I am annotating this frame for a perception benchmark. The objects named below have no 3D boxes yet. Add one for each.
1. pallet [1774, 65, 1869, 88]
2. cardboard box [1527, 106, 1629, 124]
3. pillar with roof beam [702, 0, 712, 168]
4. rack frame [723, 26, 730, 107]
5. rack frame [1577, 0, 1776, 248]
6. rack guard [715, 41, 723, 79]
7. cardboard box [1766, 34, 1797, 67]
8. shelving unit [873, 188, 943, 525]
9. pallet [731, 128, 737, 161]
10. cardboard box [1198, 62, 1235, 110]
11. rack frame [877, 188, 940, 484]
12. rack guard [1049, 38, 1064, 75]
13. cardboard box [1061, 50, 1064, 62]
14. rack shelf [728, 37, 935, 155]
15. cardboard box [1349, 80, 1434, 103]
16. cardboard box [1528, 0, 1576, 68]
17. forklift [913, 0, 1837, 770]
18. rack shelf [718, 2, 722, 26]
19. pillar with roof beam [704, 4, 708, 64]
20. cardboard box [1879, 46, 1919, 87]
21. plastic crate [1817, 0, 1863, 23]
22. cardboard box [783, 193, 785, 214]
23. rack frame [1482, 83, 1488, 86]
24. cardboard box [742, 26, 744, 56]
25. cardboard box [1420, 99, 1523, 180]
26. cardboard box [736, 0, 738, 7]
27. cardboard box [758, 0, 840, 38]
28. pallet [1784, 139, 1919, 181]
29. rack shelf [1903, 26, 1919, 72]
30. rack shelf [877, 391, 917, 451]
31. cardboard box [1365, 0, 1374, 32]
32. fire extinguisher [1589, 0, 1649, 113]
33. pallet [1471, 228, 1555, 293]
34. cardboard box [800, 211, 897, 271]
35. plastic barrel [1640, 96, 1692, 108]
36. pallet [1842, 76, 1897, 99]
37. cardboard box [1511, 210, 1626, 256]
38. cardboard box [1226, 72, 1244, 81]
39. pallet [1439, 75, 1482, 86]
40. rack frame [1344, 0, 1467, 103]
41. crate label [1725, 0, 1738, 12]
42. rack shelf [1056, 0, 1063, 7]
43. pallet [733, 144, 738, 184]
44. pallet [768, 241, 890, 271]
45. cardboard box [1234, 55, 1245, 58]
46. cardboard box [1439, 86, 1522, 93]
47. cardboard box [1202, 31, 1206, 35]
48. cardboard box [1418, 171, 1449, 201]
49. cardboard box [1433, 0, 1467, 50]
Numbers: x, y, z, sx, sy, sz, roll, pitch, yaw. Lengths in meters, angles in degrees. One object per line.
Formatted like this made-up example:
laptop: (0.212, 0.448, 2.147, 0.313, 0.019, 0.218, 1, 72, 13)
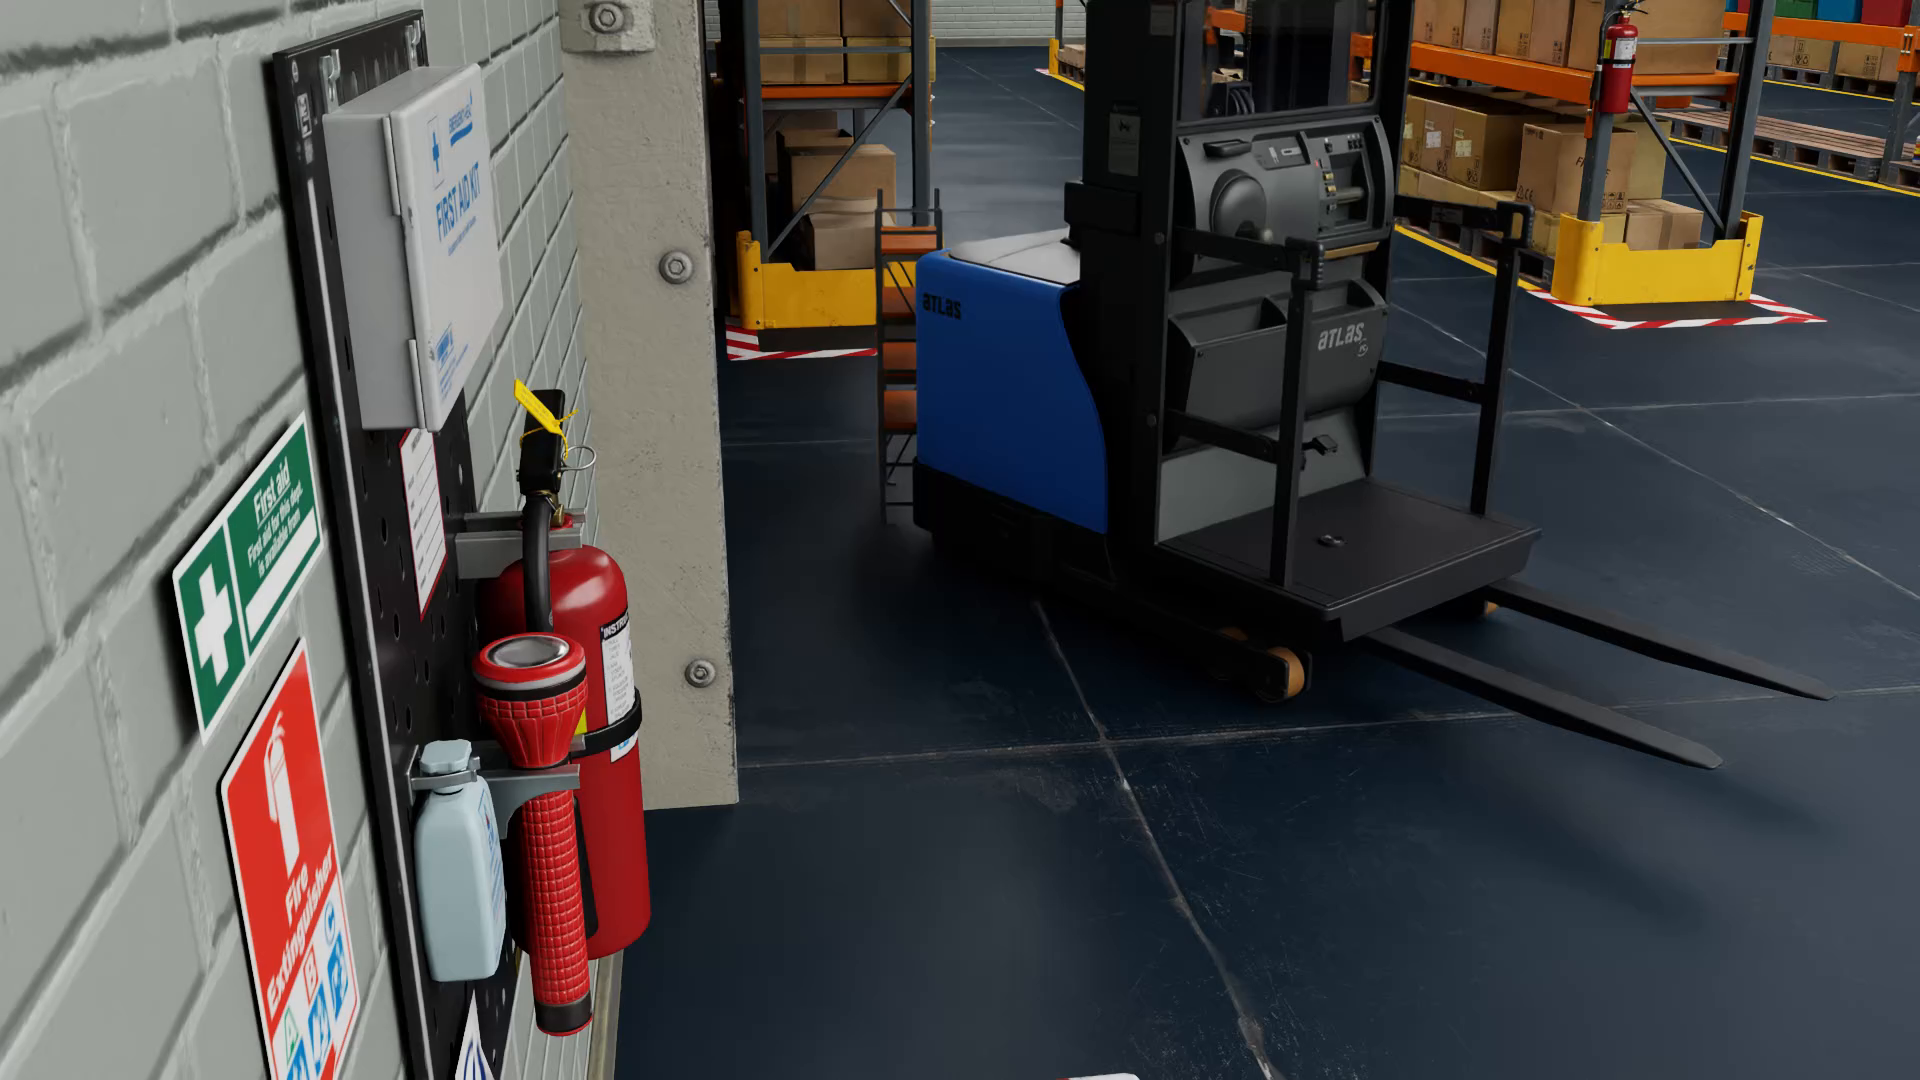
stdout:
pallet: (12.272, -6.519, 23.369, 1.003, 0.211, 1.213, -3, 21, -8)
cardboard box: (4.215, -2.708, 11.436, 0.500, 0.500, 0.500, -3, 21, -8)
pillar with roof beam: (1.767, -7.958, 14.661, 9.100, 9.000, 0.400, -3, 21, -8)
rack frame: (-2.401, -6.809, 20.159, 1.000, 3.000, 0.127, -3, 21, -8)
rack frame: (4.231, -2.905, 9.707, 1.000, 3.000, 0.127, -3, 21, -8)
rack guard: (-2.981, -7.031, 24.327, 1.175, 0.500, 0.348, -3, 21, -8)
cardboard box: (12.158, -7.304, 23.921, 0.875, 0.875, 0.875, -3, 21, -8)
shelving unit: (-0.192, -0.708, 6.398, 0.258, 1.200, 0.503, -1, 20, -2)
pallet: (-1.713, -3.847, 16.214, 1.003, 0.211, 1.213, -3, 21, -8)
cardboard box: (2.710, -5.022, 18.319, 0.500, 0.500, 0.500, -2, 21, -6)
rack frame: (-0.199, -0.794, 6.626, 0.240, 1.200, 0.015, -1, 20, -2)
rack guard: (1.935, -7.248, 24.907, 1.175, 0.500, 0.348, -3, 21, -8)
cardboard box: (1.681, -7.075, 24.292, 0.380, 0.166, 0.250, -3, 21, -8)
rack shelf: (-0.959, -3.010, 11.015, 1.077, 0.370, 4.000, -3, 21, -8)
cardboard box: (3.411, -3.374, 13.220, 0.500, 0.500, 0.500, -3, 21, -8)
cardboard box: (4.096, -3.296, 10.611, 0.700, 0.500, 0.500, -2, 21, -6)
forklift: (1.146, -1.088, 4.940, 1.130, 2.935, 3.031, -16, 26, -36)
rack shelf: (-2.689, -7.164, 22.139, 1.077, 0.370, 4.000, -3, 21, -8)
pillar with roof beam: (0.038, -12.112, 25.785, 9.100, 9.000, 0.400, -3, 21, -8)
cardboard box: (12.546, -6.230, 21.045, 1.225, 0.875, 0.875, -4, 21, -10)
plastic crate: (8.089, -4.897, 15.064, 0.392, 0.384, 0.575, -3, 21, -8)
cardboard box: (-1.037, -2.355, 11.680, 0.380, 0.149, 0.250, -5, 21, -12)
rack frame: (7.403, -7.309, 21.497, 1.000, 3.000, 0.127, -3, 21, -8)
cardboard box: (-1.168, -3.273, 10.878, 0.500, 0.250, 0.500, -3, 21, -7)
cardboard box: (3.629, -2.854, 11.830, 0.500, 0.500, 0.500, -3, 21, -8)
cardboard box: (-1.386, -4.156, 12.171, 0.500, 0.500, 0.500, -3, 21, -9)
cardboard box: (-0.949, -3.097, 9.335, 0.500, 0.500, 0.500, -3, 21, -8)
pallet: (8.405, -3.502, 15.292, 1.003, 0.211, 1.213, -3, 21, -8)
rack shelf: (8.844, -3.509, 12.353, 1.077, 0.370, 4.000, -3, 21, -8)
rack shelf: (-0.192, -0.459, 6.491, 0.258, 0.148, 0.480, -1, 20, -2)
cardboard box: (3.540, -4.388, 13.892, 0.500, 0.250, 0.500, -2, 21, -4)
fire extinguisher: (3.788, -2.805, 9.549, 0.296, 0.674, 0.183, -3, 21, -8)
pallet: (4.079, -1.862, 10.899, 1.003, 0.211, 1.213, -3, 21, -8)
cardboard box: (-0.681, -1.845, 10.082, 0.500, 0.311, 0.500, -5, 21, -14)
plastic barrel: (7.892, -5.272, 18.546, 0.600, 0.830, 0.708, -3, 21, -8)
pallet: (12.490, -5.989, 21.949, 1.003, 0.211, 1.213, -3, 21, -8)
cardboard box: (3.861, -1.985, 10.572, 0.500, 0.250, 0.500, -3, 21, -8)
cardboard box: (2.946, -4.469, 16.422, 0.500, 0.311, 0.500, -3, 21, -9)
pallet: (7.259, -6.255, 22.661, 1.003, 0.211, 1.213, -3, 21, -8)
rack frame: (3.654, -4.290, 13.416, 1.000, 3.000, 0.127, -3, 21, -8)
crate label: (7.855, -5.583, 16.825, 0.502, 0.435, 0.616, -3, 21, -8)
rack shelf: (2.212, -7.415, 22.811, 1.077, 0.370, 4.000, -3, 21, -8)
pallet: (-1.540, -3.426, 15.086, 1.003, 0.211, 1.213, -3, 21, -8)
pallet: (-0.764, -1.657, 10.351, 1.003, 0.211, 1.213, -3, 21, -8)
cardboard box: (3.146, -5.237, 18.895, 0.500, 0.500, 0.500, -3, 21, -8)
cardboard box: (3.998, -3.227, 12.826, 0.500, 0.500, 0.500, -3, 21, -8)
cardboard box: (2.546, -5.747, 19.187, 0.500, 0.250, 0.500, -3, 21, -9)
cardboard box: (3.633, -2.503, 11.961, 0.500, 0.250, 0.500, -3, 21, -8)
cardboard box: (3.875, -3.827, 12.034, 0.700, 0.500, 0.500, -3, 21, -7)
